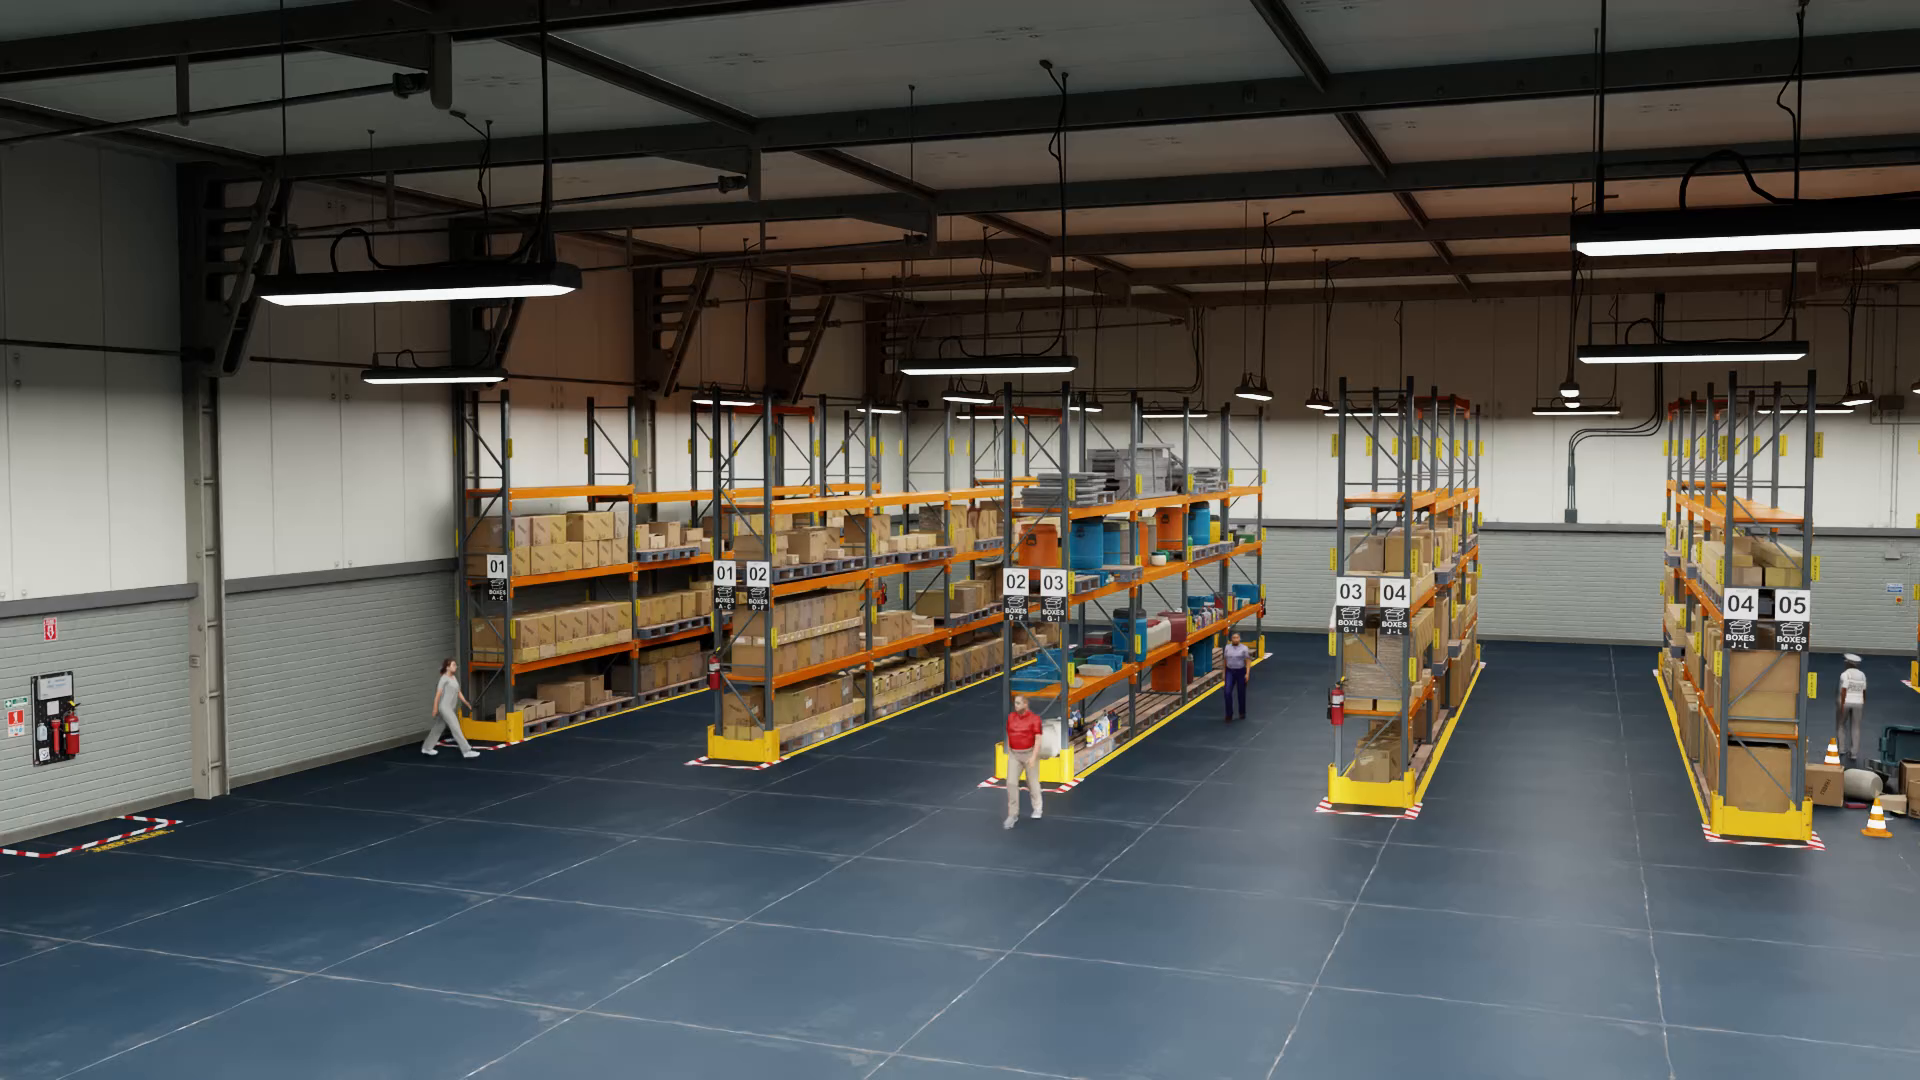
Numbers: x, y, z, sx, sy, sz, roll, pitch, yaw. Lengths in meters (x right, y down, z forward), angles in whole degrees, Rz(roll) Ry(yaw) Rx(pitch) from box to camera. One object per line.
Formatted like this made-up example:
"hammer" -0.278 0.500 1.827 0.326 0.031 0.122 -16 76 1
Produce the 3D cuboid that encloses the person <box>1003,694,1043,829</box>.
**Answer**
"person" 0.825 2.923 22.218 0.567 1.723 0.871 1 3 25

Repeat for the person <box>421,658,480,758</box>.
"person" -8.224 2.698 26.801 1.090 1.593 0.499 1 3 15

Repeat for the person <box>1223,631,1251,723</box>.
"person" 5.077 2.512 30.576 0.534 1.655 0.644 1 3 19

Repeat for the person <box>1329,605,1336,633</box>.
"person" 8.744 2.045 37.797 0.700 1.715 1.171 1 3 17

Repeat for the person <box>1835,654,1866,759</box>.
"person" 14.384 2.717 26.842 0.450 1.728 0.595 1 3 17
